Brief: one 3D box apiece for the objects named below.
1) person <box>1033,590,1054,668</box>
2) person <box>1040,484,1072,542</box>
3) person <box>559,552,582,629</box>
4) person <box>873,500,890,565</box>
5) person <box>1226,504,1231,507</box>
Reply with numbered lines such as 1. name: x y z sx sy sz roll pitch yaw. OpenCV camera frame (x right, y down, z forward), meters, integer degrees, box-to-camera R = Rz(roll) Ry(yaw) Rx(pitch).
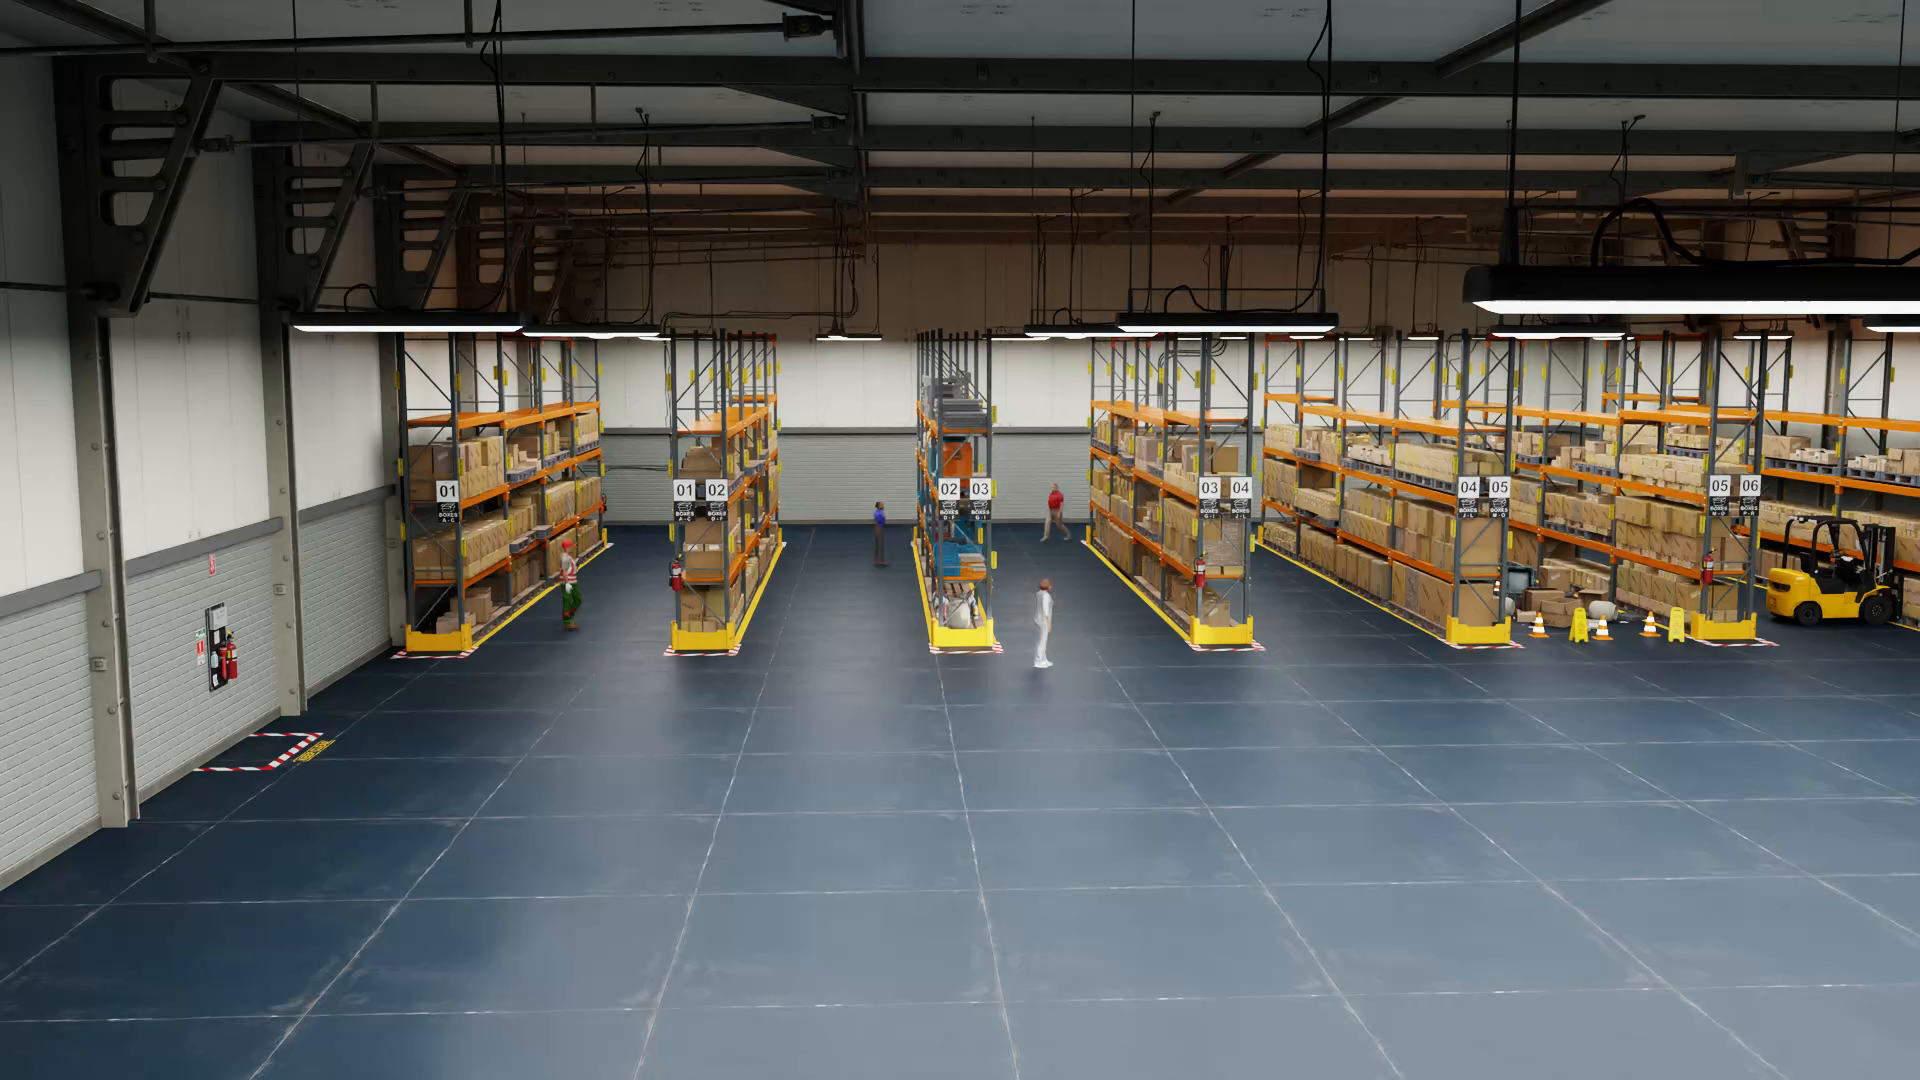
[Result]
1. person: 1.497 1.583 29.542 0.415 1.396 0.403 -2 7 -13
2. person: 2.764 -0.790 48.128 1.018 1.689 0.597 -5 9 -38
3. person: -7.892 1.010 33.603 0.423 1.551 0.599 1 7 11
4. person: -2.035 -0.190 43.293 0.497 1.667 0.471 1 7 10
5. person: 7.771 -0.861 48.466 0.647 1.605 0.828 6 9 41
